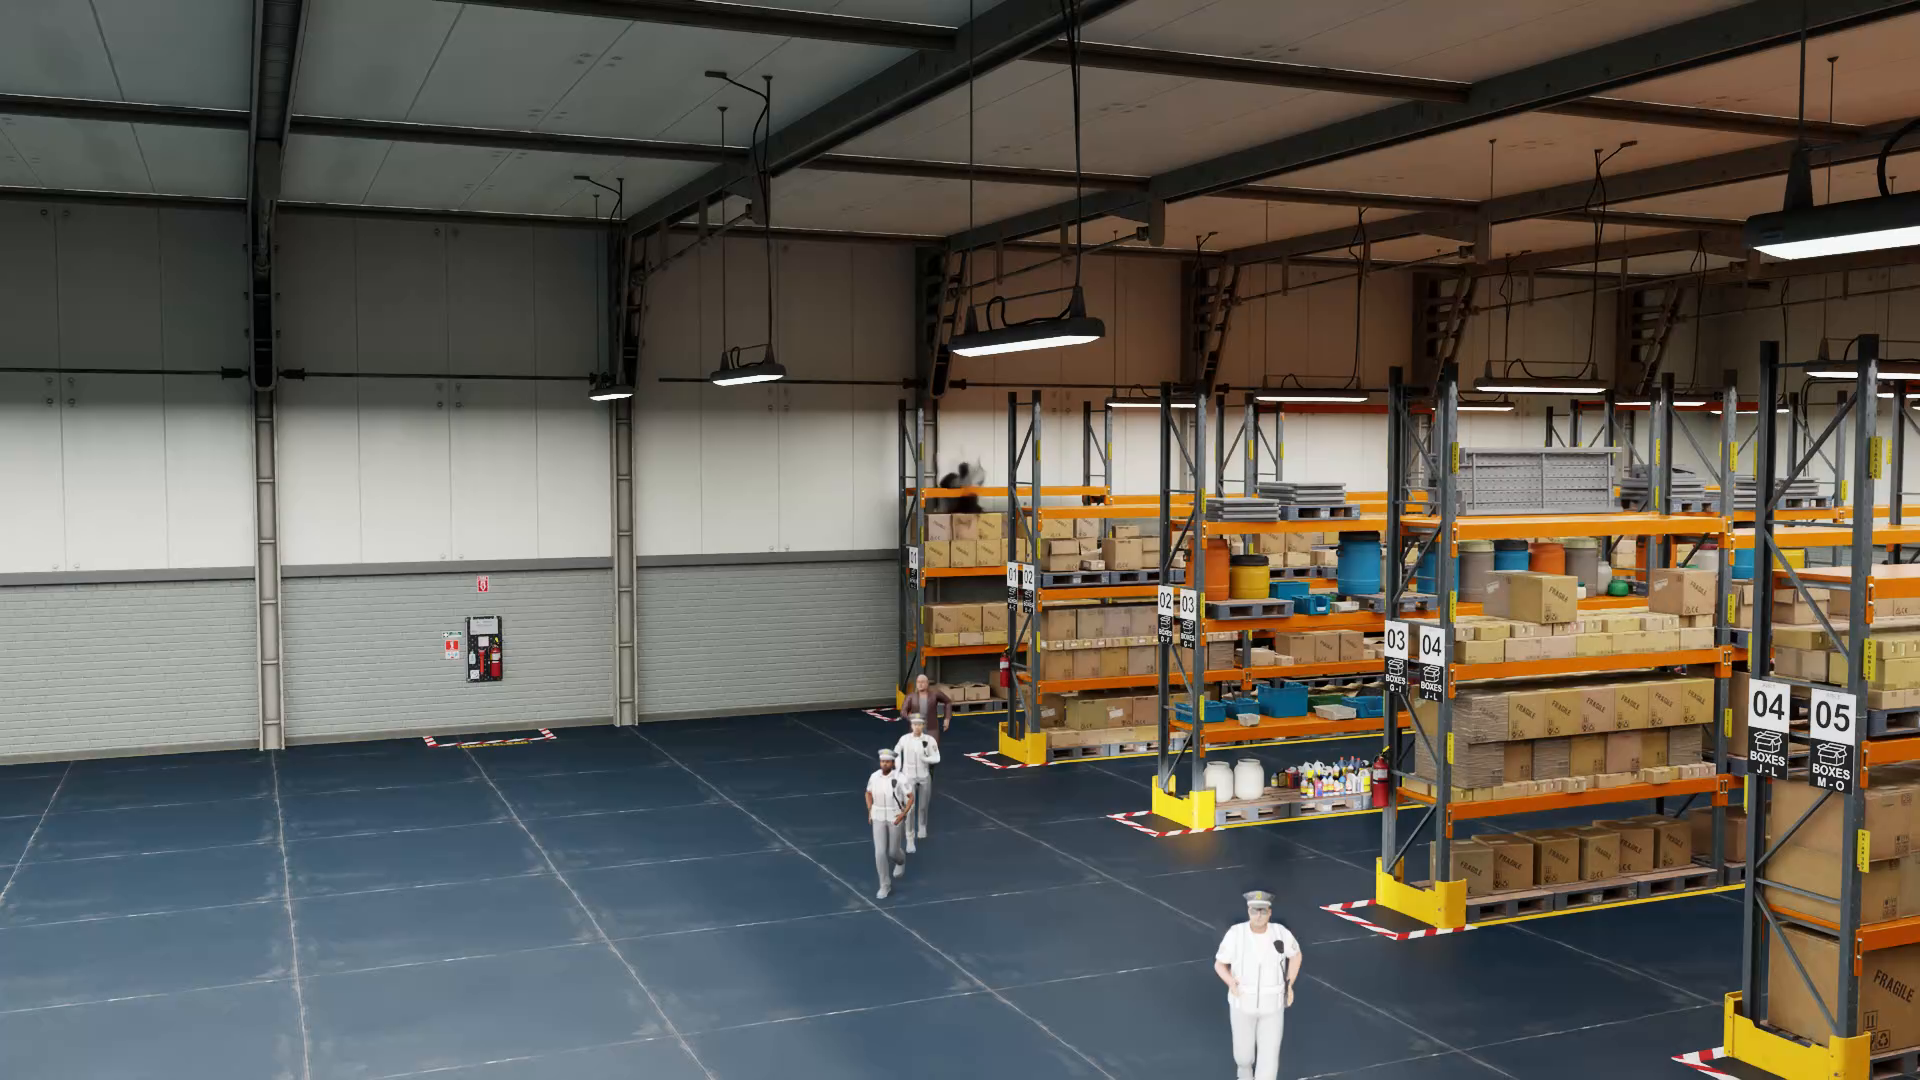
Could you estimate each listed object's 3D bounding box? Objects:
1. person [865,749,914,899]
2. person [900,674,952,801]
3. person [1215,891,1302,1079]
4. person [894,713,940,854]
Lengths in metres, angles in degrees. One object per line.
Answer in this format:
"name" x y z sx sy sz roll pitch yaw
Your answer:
"person" -0.816 3.217 19.177 0.597 1.685 0.763 1 3 9
"person" -0.496 2.860 24.268 0.734 1.824 0.972 0 3 8
"person" 2.276 3.527 12.675 0.665 1.754 0.945 0 3 8
"person" -0.546 3.058 21.239 0.593 1.726 0.856 0 3 -1
